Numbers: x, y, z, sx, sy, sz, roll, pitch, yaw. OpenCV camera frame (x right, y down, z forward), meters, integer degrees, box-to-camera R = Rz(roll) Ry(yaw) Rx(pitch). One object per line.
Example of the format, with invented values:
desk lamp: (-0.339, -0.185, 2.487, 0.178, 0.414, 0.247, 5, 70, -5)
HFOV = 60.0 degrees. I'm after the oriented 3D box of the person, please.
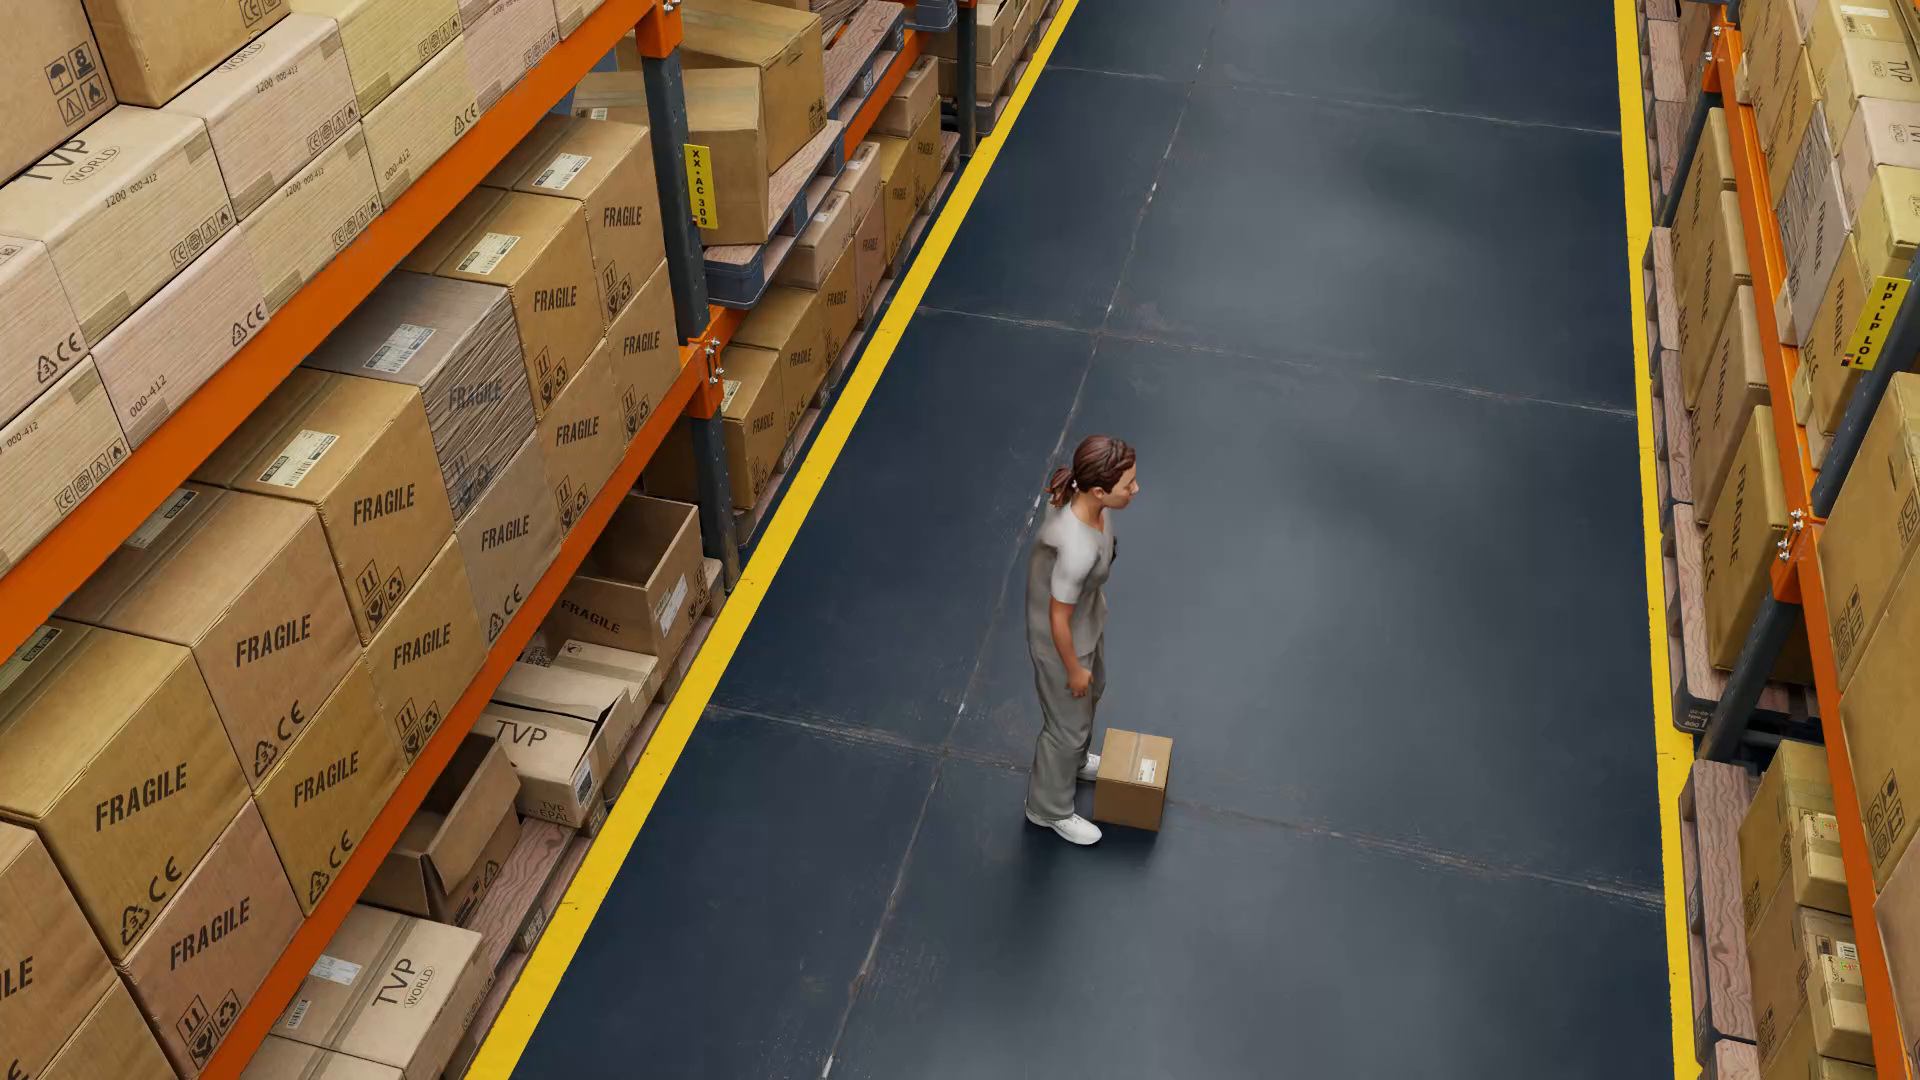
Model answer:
person: (0.407, 0.333, 5.797, 0.354, 1.649, 0.508, 9, 42, 10)
